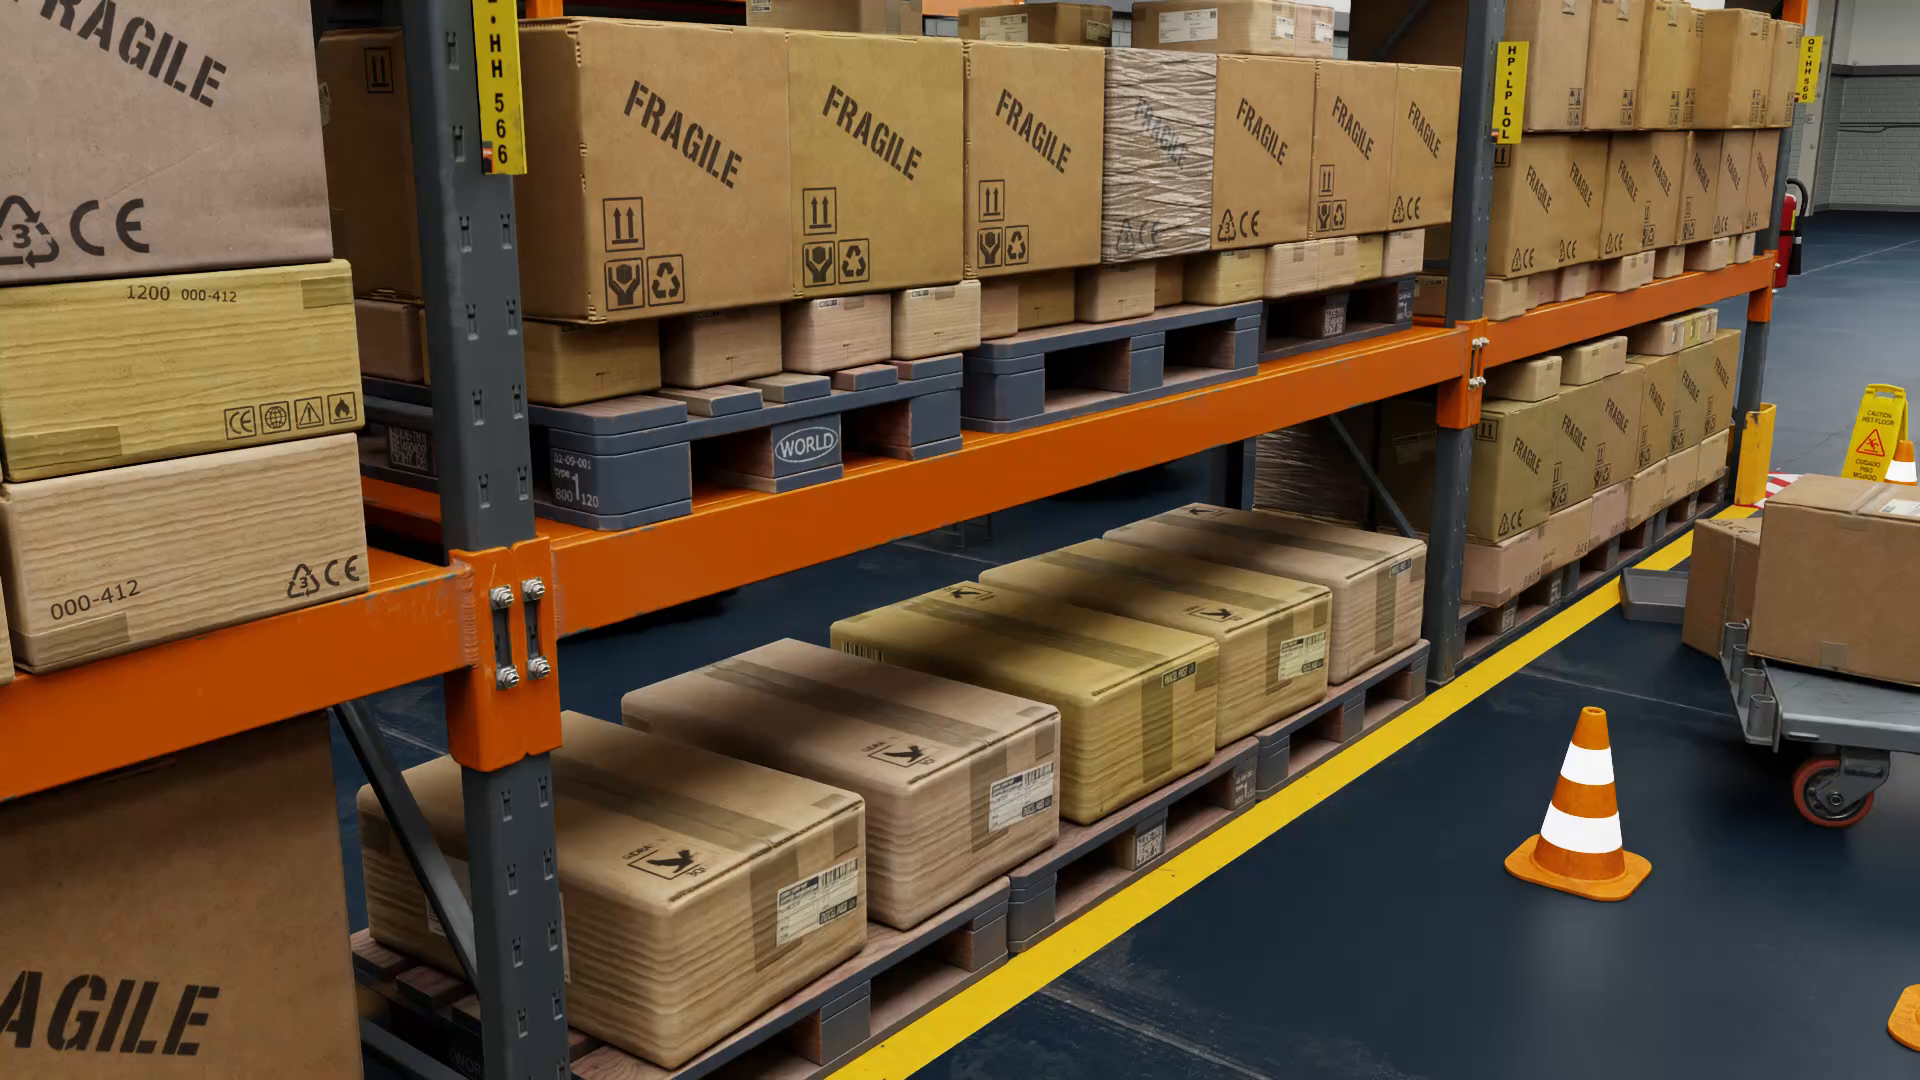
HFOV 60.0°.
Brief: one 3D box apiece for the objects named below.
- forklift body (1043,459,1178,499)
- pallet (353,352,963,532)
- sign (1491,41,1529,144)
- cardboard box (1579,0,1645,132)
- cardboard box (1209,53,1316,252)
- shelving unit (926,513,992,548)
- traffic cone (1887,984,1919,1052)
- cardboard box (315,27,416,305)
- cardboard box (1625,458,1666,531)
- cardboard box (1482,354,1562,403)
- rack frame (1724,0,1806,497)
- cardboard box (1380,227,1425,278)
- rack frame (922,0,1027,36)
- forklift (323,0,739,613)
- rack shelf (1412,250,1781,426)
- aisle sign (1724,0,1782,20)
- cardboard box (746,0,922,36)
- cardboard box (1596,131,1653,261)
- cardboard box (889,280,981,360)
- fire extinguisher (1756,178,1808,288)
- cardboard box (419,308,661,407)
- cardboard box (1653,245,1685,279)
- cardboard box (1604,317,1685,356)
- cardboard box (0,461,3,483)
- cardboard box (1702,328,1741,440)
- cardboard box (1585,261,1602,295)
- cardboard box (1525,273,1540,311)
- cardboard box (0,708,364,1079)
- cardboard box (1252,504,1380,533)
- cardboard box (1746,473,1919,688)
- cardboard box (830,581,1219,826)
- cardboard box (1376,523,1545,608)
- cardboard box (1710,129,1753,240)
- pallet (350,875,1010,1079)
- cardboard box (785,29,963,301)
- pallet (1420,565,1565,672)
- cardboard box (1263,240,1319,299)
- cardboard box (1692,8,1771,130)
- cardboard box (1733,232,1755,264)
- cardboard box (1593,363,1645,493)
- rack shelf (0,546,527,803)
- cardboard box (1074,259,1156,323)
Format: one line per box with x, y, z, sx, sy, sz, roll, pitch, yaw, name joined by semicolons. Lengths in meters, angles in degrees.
0.265;-1.482;9.588;2.313;2.155;1.214;11;18;38;forklift body
-0.762;-0.299;3.599;1.213;0.211;1.003;11;18;38;pallet
1.821;-1.481;5.510;0.100;0.325;0.005;11;18;38;sign
2.171;-1.828;6.388;0.700;0.500;0.500;11;18;38;cardboard box
0.636;-1.085;4.640;0.500;0.500;0.500;12;19;39;cardboard box
-0.005;-0.435;8.006;0.258;0.900;0.210;11;18;38;shelving unit
2.292;0.889;3.685;0.336;0.463;0.334;11;18;38;traffic cone
-1.057;-0.766;3.384;0.500;0.500;0.500;11;18;36;cardboard box
2.946;-0.247;7.734;0.500;0.250;0.500;10;18;36;cardboard box
2.093;-0.640;6.441;0.380;0.149;0.250;12;18;38;cardboard box
3.901;-1.771;9.004;1.000;3.000;0.127;11;18;38;rack frame
1.279;-0.946;5.412;0.380;0.149;0.250;12;18;38;cardboard box
0.038;-2.539;12.025;1.000;3.000;0.127;11;18;38;rack frame
-2.434;-1.025;6.204;3.031;2.935;1.130;-9;17;-33;forklift
2.644;-1.040;7.585;1.077;0.370;4.000;11;18;38;rack shelf
4.166;-2.998;8.554;0.394;0.787;0.004;11;18;38;aisle sign
-0.318;-1.307;4.198;0.380;0.149;0.250;10;17;35;cardboard box
2.504;-1.433;6.864;0.500;0.500;0.500;11;18;37;cardboard box
-0.177;-0.498;3.650;0.380;0.149;0.250;11;18;38;cardboard box
4.332;-1.685;8.819;0.296;0.674;0.183;11;18;38;fire extinguisher
-0.778;-0.355;3.084;0.380;0.149;0.250;10;17;34;cardboard box
3.083;-1.289;7.616;0.380;0.149;0.250;11;18;37;cardboard box
3.095;-0.948;7.653;0.380;0.149;0.250;12;19;40;cardboard box
-1.553;-0.178;2.021;0.500;0.250;0.500;11;18;36;cardboard box
3.601;-0.812;8.435;0.500;0.500;0.500;11;18;38;cardboard box
2.422;-1.104;6.887;0.380;0.149;0.250;11;18;37;cardboard box
1.953;-0.951;6.283;0.380;0.149;0.250;12;19;39;cardboard box
-1.625;0.706;2.713;0.875;0.875;0.875;11;18;37;cardboard box
1.550;-0.031;6.885;0.500;0.250;0.500;12;19;40;cardboard box
2.791;0.109;5.141;0.500;0.500;0.500;11;18;38;cardboard box
0.175;0.437;4.794;0.950;0.372;0.625;12;19;39;cardboard box
1.968;0.053;6.555;0.500;0.250;0.500;10;17;35;cardboard box
3.456;-1.722;8.003;0.500;0.500;0.500;11;18;38;cardboard box
-0.634;0.963;3.904;1.003;0.211;1.213;11;18;38;pallet
-0.342;-0.787;3.468;0.500;0.500;0.500;12;19;40;cardboard box
1.782;0.212;6.860;1.003;0.211;1.213;11;18;38;pallet
0.808;-0.794;4.813;0.380;0.149;0.250;11;18;38;cardboard box
3.186;-2.108;7.490;0.700;0.500;0.500;11;18;37;cardboard box
3.760;-1.479;8.364;0.380;0.149;0.250;11;18;37;cardboard box
2.623;-0.514;7.264;0.500;0.500;0.500;12;19;40;cardboard box
-2.384;0.492;1.554;1.077;0.370;4.000;11;18;38;rack shelf
0.276;-0.657;4.273;0.380;0.149;0.250;12;19;39;cardboard box
